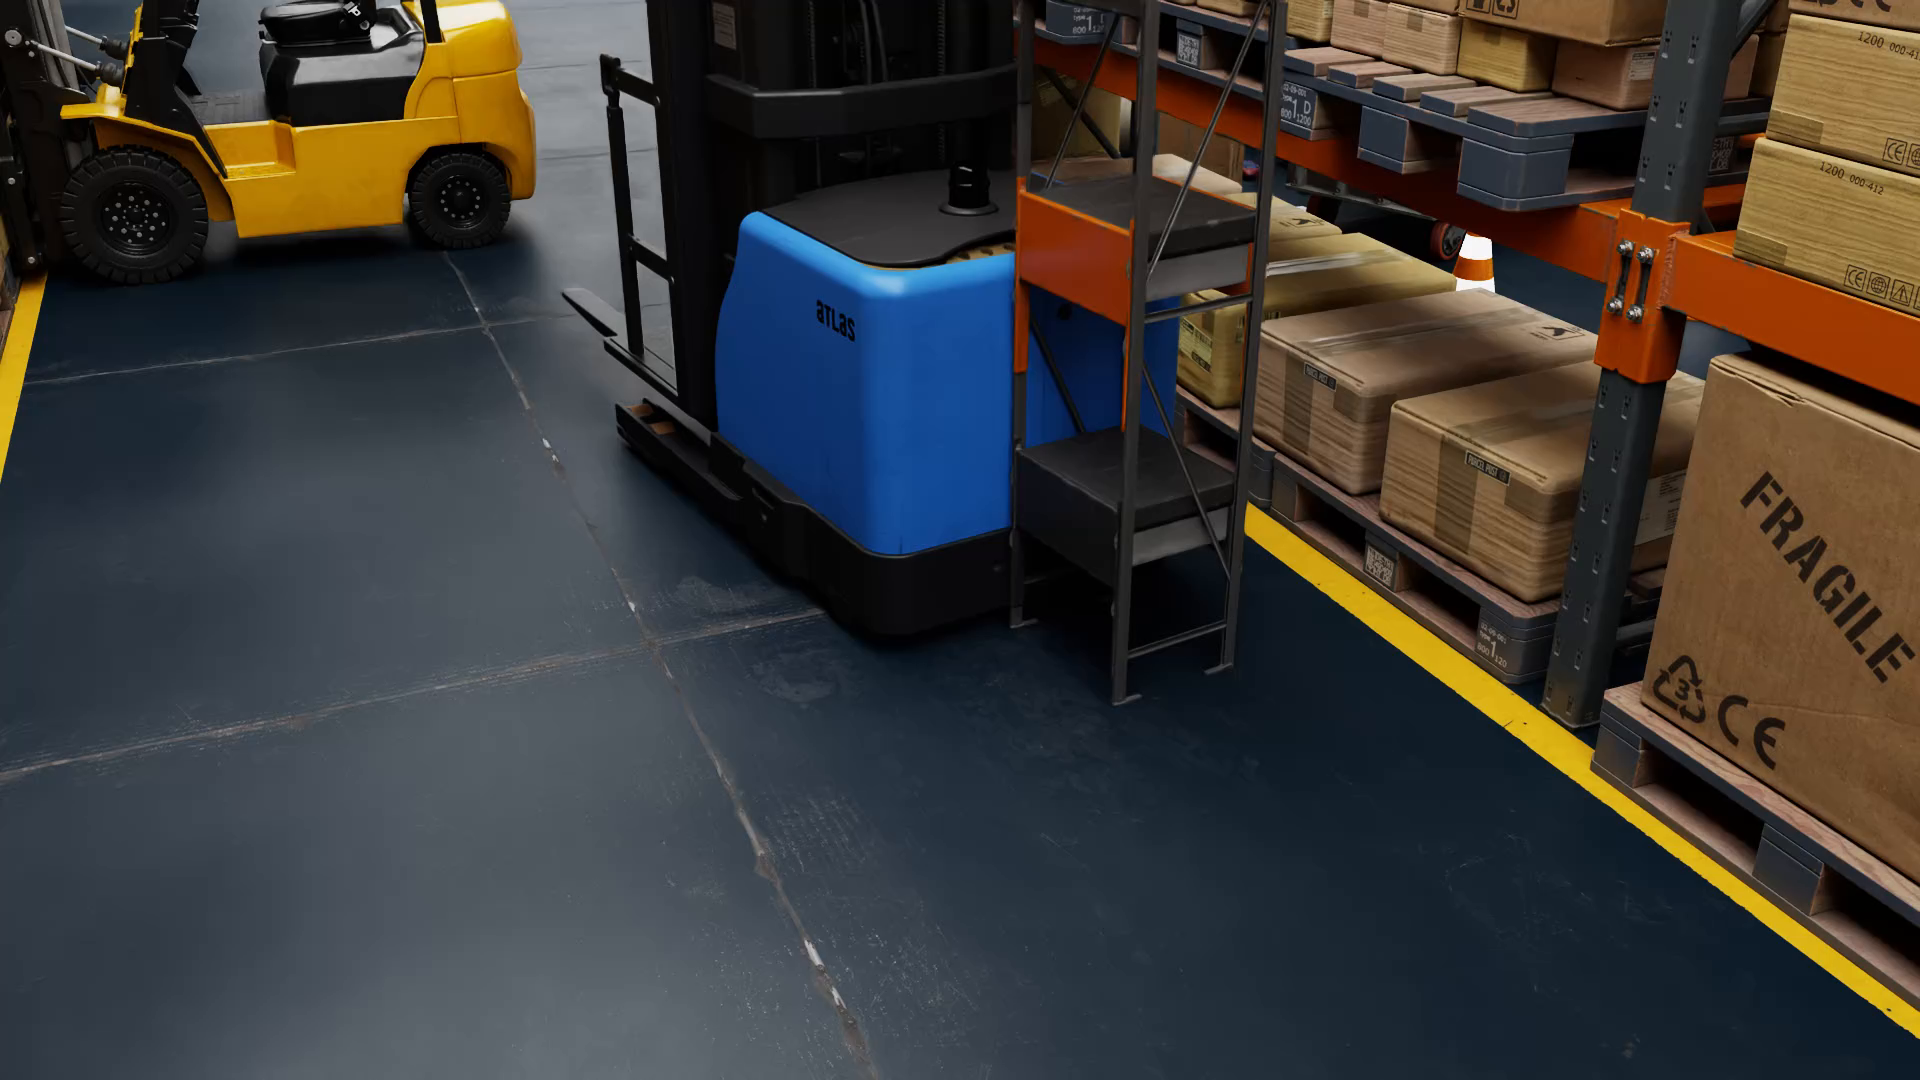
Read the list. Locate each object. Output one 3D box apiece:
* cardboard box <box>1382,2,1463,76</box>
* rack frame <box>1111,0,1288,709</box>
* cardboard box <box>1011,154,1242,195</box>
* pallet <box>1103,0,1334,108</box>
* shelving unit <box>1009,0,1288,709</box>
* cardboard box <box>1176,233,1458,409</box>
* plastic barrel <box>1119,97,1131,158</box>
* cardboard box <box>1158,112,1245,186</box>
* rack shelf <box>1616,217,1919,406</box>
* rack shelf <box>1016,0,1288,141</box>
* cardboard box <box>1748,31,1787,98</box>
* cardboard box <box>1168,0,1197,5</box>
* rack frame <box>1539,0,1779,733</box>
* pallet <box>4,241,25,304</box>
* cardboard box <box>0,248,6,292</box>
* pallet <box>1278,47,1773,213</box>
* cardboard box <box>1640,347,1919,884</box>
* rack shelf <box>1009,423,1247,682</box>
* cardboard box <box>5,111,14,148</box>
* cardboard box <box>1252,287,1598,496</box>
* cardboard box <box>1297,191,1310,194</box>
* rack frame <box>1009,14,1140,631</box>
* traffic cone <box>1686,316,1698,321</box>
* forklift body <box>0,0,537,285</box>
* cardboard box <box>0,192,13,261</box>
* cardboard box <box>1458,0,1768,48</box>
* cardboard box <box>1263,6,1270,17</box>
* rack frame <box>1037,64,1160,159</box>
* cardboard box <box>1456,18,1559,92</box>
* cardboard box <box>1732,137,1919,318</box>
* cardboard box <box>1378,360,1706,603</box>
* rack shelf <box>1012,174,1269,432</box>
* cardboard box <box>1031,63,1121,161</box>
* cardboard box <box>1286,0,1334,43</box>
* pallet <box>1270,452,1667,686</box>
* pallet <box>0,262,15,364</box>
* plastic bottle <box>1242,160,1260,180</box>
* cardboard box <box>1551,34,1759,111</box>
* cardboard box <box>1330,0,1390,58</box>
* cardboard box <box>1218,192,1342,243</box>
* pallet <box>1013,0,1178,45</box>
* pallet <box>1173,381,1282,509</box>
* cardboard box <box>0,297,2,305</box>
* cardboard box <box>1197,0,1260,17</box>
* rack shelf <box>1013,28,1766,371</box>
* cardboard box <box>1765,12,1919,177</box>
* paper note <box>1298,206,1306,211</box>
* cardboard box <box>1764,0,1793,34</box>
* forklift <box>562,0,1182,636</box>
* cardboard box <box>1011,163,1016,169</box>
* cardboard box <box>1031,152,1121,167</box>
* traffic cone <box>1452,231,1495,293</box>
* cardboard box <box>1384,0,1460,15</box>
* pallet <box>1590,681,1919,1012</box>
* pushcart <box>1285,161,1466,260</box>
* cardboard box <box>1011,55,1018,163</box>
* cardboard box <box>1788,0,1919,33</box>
[{"bbox_3d":[1.341,-1.324,4.350,0.380,0.149,0.250,-11,28,-21],"label":"cardboard box"},{"bbox_3d":[0.570,-0.551,3.985,0.400,2.100,0.015,-15,30,-28],"label":"rack frame"},{"bbox_3d":[0.638,-1.378,7.169,0.950,0.372,0.625,-10,28,-20],"label":"cardboard box"},{"bbox_3d":[1.184,-1.672,5.475,1.003,0.211,1.213,-11,28,-21],"label":"pallet"},{"bbox_3d":[0.442,-0.642,4.172,0.431,2.100,0.503,-15,30,-28],"label":"shelving unit"},{"bbox_3d":[1.197,-0.808,6.002,0.950,0.372,0.625,-10,28,-19],"label":"cardboard box"},{"bbox_3d":[1.066,-2.465,9.815,0.512,0.421,0.421,8,27,15],"label":"plastic barrel"},{"bbox_3d":[1.263,-2.125,9.030,0.500,0.500,0.500,8,27,15],"label":"cardboard box"},{"bbox_3d":[2.780,0.164,2.315,1.077,0.370,4.000,-11,28,-21],"label":"rack shelf"},{"bbox_3d":[0.442,-1.259,3.871,0.431,0.518,0.480,-15,30,-28],"label":"rack shelf"},{"bbox_3d":[2.041,-1.205,4.108,0.380,0.149,0.250,-12,29,-24],"label":"cardboard box"},{"bbox_3d":[0.841,-1.849,5.425,0.380,0.149,0.250,-9,28,-19],"label":"cardboard box"},{"bbox_3d":[1.997,-0.966,3.810,1.000,3.000,0.127,-11,28,-21],"label":"rack frame"},{"bbox_3d":[-4.890,-1.295,7.662,1.003,0.211,1.213,-11,28,-21],"label":"pallet"},{"bbox_3d":[-4.233,-1.134,6.810,0.500,0.250,0.500,-11,28,-22],"label":"cardboard box"},{"bbox_3d":[1.620,-1.150,4.404,1.213,0.211,1.003,-11,28,-21],"label":"pallet"},{"bbox_3d":[2.191,0.093,3.584,0.875,0.875,0.875,-11,28,-21],"label":"cardboard box"},{"bbox_3d":[0.442,-0.001,4.485,0.431,0.518,0.480,-15,30,-28],"label":"rack shelf"},{"bbox_3d":[-4.815,-1.967,7.946,0.500,0.250,0.500,-11,28,-22],"label":"cardboard box"},{"bbox_3d":[1.489,-0.501,5.373,0.950,0.372,0.625,-11,28,-22],"label":"cardboard box"},{"bbox_3d":[2.087,-2.050,9.147,0.396,0.266,0.258,13,29,24],"label":"cardboard box"},{"bbox_3d":[0.314,-0.733,4.358,0.400,2.100,0.015,-15,30,-28],"label":"rack frame"},{"bbox_3d":[3.238,-1.236,7.254,0.336,0.463,0.334,-11,28,-21],"label":"traffic cone"},{"bbox_3d":[-3.280,-2.508,7.936,2.313,2.155,1.214,-11,28,-21],"label":"forklift body"},{"bbox_3d":[-4.448,-1.339,7.229,0.500,0.250,0.500,-10,28,-20],"label":"cardboard box"},{"bbox_3d":[1.563,-1.469,3.909,0.500,0.500,0.500,-11,28,-22],"label":"cardboard box"},{"bbox_3d":[1.147,-1.659,5.036,0.380,0.149,0.250,-10,28,-20],"label":"cardboard box"},{"bbox_3d":[0.431,-2.581,7.118,1.000,3.000,0.127,-11,28,-21],"label":"rack frame"},{"bbox_3d":[1.481,-1.230,4.158,0.380,0.149,0.250,-10,28,-20],"label":"cardboard box"},{"bbox_3d":[1.957,-0.658,3.350,0.500,0.250,0.500,-11,28,-21],"label":"cardboard box"},{"bbox_3d":[1.785,-0.204,4.766,0.950,0.372,0.625,-13,29,-24],"label":"cardboard box"},{"bbox_3d":[0.442,-0.630,4.178,0.431,0.518,0.480,-15,30,-28],"label":"rack shelf"},{"bbox_3d":[0.448,-2.156,8.047,0.500,0.500,0.500,-9,27,-18],"label":"cardboard box"},{"bbox_3d":[1.129,-1.536,4.784,0.380,0.149,0.250,-10,28,-20],"label":"cardboard box"},{"bbox_3d":[1.692,-0.029,5.069,1.003,0.211,1.213,-11,28,-21],"label":"pallet"},{"bbox_3d":[-4.408,-0.802,6.652,1.003,0.211,1.213,-11,28,-21],"label":"pallet"},{"bbox_3d":[1.651,-2.104,9.489,0.133,0.061,0.283,-6,27,-12],"label":"plastic bottle"},{"bbox_3d":[1.652,-1.134,3.962,0.380,0.149,0.250,-10,28,-19],"label":"cardboard box"},{"bbox_3d":[1.250,-1.427,4.561,0.380,0.149,0.250,-12,28,-23],"label":"cardboard box"},{"bbox_3d":[0.923,-1.088,6.576,0.950,0.372,0.625,-9,27,-17],"label":"cardboard box"},{"bbox_3d":[0.596,-2.161,6.477,1.003,0.211,1.213,-11,28,-21],"label":"pallet"},{"bbox_3d":[1.219,-0.521,6.076,1.003,0.211,1.213,-11,28,-21],"label":"pallet"},{"bbox_3d":[-4.020,-0.932,6.396,0.500,0.250,0.500,-10,28,-20],"label":"cardboard box"},{"bbox_3d":[0.973,-1.746,5.215,0.380,0.149,0.250,-12,28,-22],"label":"cardboard box"},{"bbox_3d":[1.214,-1.451,5.622,1.077,0.370,4.000,-11,28,-21],"label":"rack shelf"},{"bbox_3d":[1.968,-0.877,3.228,0.500,0.250,0.500,-11,28,-21],"label":"cardboard box"},{"bbox_3d":[1.793,-1.754,8.808,0.148,0.019,0.142,-11,28,-21],"label":"paper note"},{"bbox_3d":[2.034,-1.555,4.085,0.500,0.500,0.500,-11,28,-22],"label":"cardboard box"},{"bbox_3d":[-0.561,-1.659,5.306,1.130,2.935,3.031,-15,30,-28],"label":"forklift"},{"bbox_3d":[-0.048,-1.727,8.023,0.500,0.250,0.500,-9,28,-18],"label":"cardboard box"},{"bbox_3d":[0.448,-1.819,8.212,0.500,0.250,0.500,-12,28,-23],"label":"cardboard box"},{"bbox_3d":[2.204,-1.181,7.142,0.336,0.463,0.334,-11,28,-21],"label":"traffic cone"},{"bbox_3d":[1.351,-1.676,4.333,0.500,0.500,0.500,-11,28,-21],"label":"cardboard box"},{"bbox_3d":[2.237,0.618,3.744,1.003,0.211,1.213,-11,28,-21],"label":"pallet"},{"bbox_3d":[2.509,-1.815,8.537,1.648,0.377,0.936,-22,34,-38],"label":"pushcart"},{"bbox_3d":[-0.048,-2.064,7.859,0.500,0.500,0.500,-11,28,-21],"label":"cardboard box"},{"bbox_3d":[1.965,-1.219,3.075,0.500,0.500,0.500,-12,28,-22],"label":"cardboard box"}]
